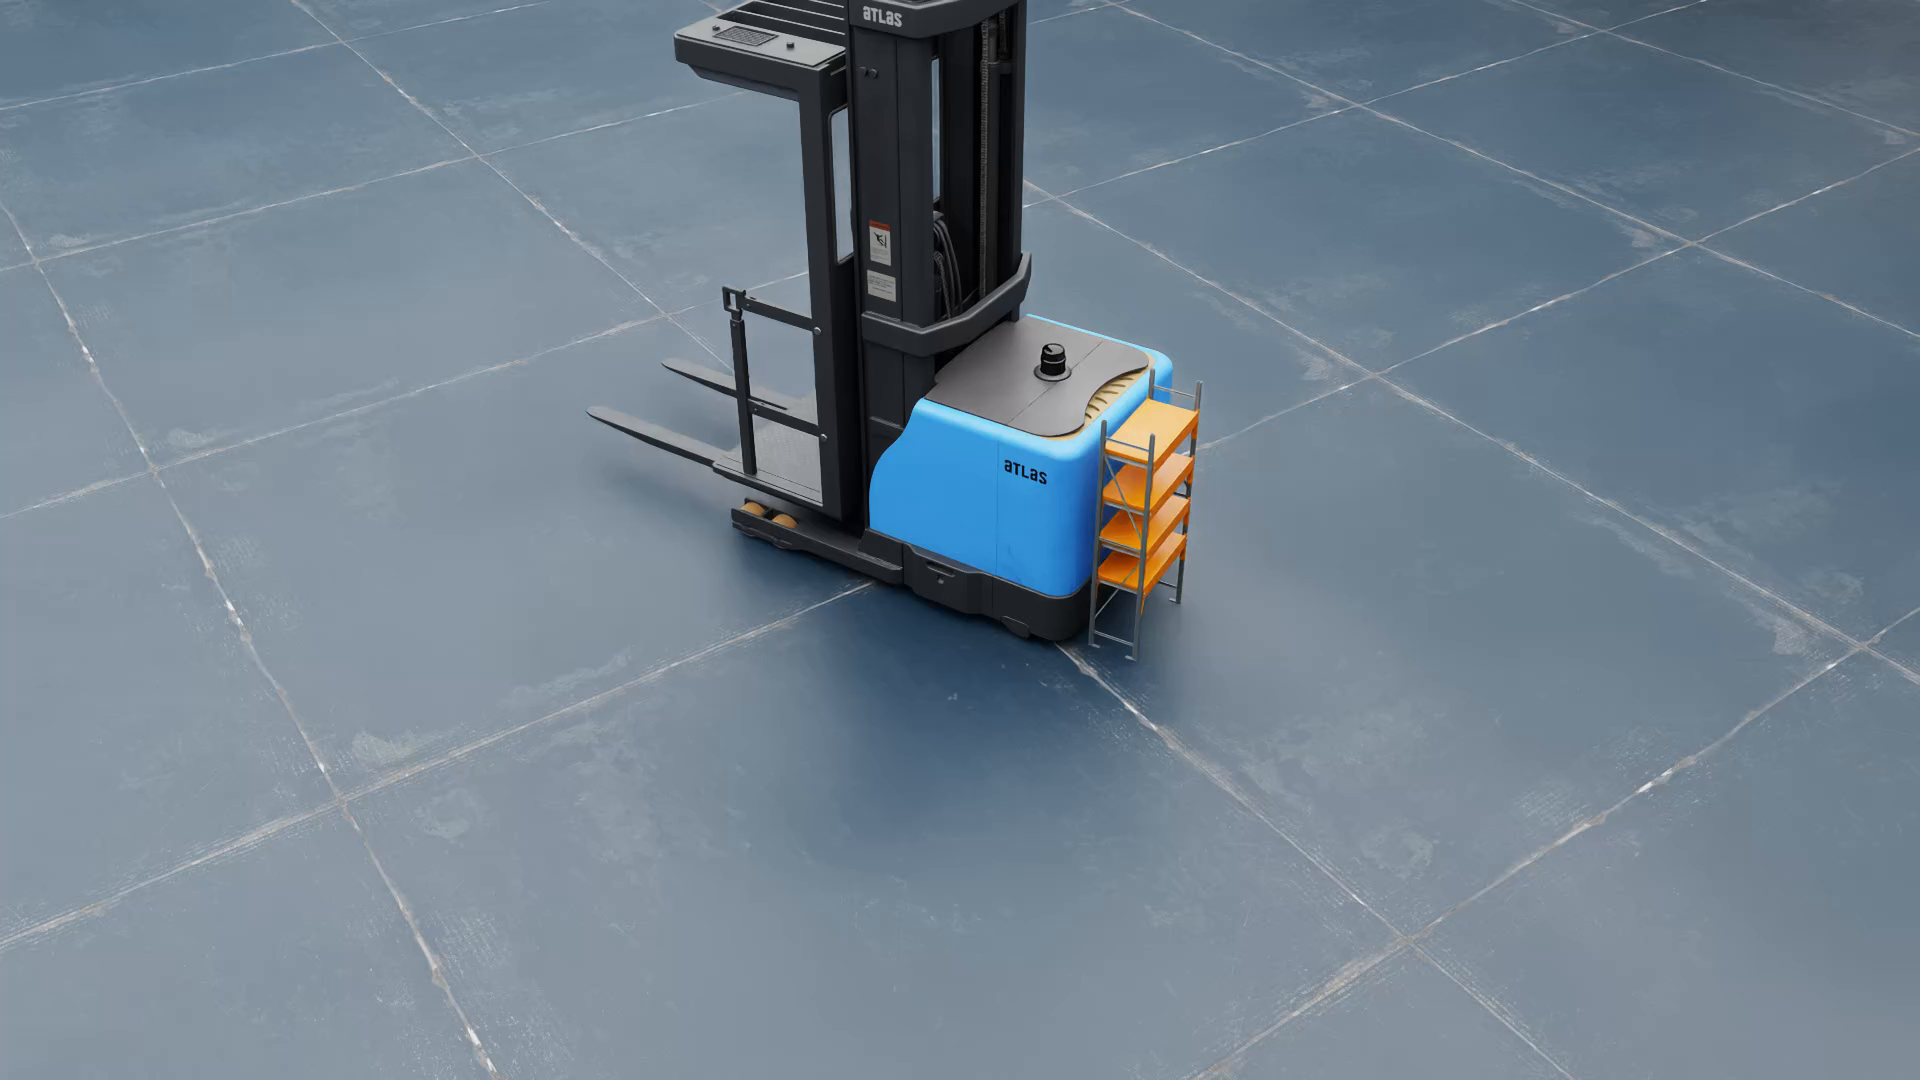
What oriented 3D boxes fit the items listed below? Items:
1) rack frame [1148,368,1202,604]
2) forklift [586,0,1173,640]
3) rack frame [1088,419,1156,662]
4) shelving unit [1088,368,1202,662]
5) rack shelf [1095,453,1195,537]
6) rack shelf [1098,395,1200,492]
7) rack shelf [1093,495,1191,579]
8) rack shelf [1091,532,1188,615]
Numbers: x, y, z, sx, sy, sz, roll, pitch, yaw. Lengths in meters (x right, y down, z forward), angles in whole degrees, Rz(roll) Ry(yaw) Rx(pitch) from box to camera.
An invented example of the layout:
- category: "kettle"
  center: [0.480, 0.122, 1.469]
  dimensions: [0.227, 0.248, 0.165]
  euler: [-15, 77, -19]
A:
- category: "rack frame"
  center: [0.933, -0.224, 7.534]
  dimensions: [0.240, 1.200, 0.015]
  euler: [18, 40, 24]
- category: "forklift"
  center: [-0.531, -1.386, 7.667]
  dimensions: [3.031, 2.935, 1.130]
  euler: [20, 40, 26]
- category: "rack frame"
  center: [0.692, 0.024, 7.189]
  dimensions: [0.240, 1.200, 0.015]
  euler: [18, 40, 24]
- category: "shelving unit"
  center: [0.813, -0.100, 7.362]
  dimensions: [0.258, 1.200, 0.503]
  euler: [18, 40, 24]
- category: "rack shelf"
  center: [0.813, -0.227, 7.270]
  dimensions: [0.258, 0.148, 0.480]
  euler: [18, 40, 24]
- category: "rack shelf"
  center: [0.813, -0.419, 7.132]
  dimensions: [0.258, 0.148, 0.480]
  euler: [18, 40, 24]
- category: "rack shelf"
  center: [0.813, -0.045, 7.401]
  dimensions: [0.258, 0.148, 0.480]
  euler: [18, 40, 24]
- category: "rack shelf"
  center: [0.813, 0.116, 7.517]
  dimensions: [0.258, 0.148, 0.480]
  euler: [18, 40, 24]
